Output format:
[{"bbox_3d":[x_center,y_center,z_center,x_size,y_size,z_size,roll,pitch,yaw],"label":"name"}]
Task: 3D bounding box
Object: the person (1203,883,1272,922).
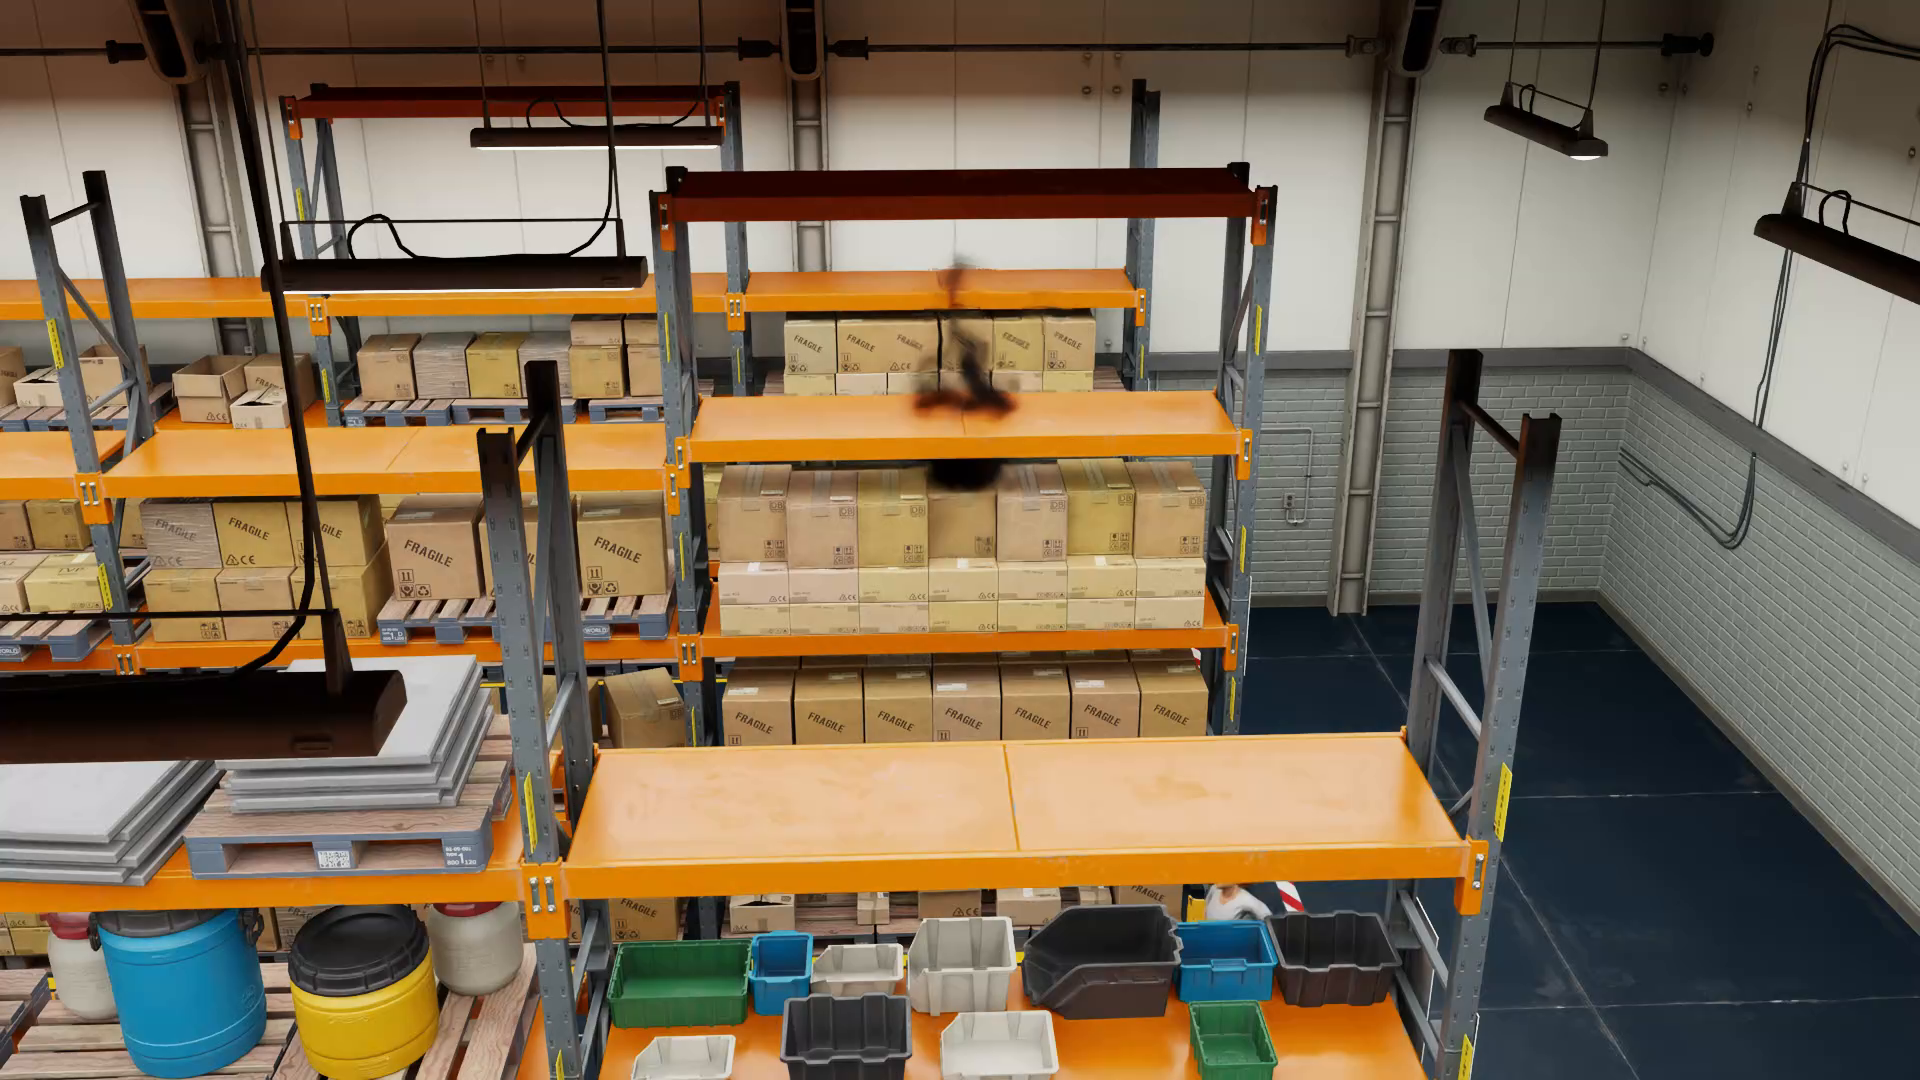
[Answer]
[{"bbox_3d":[1.935,2.947,11.715,0.917,1.650,0.598,-10,24,-24],"label":"person"}]
